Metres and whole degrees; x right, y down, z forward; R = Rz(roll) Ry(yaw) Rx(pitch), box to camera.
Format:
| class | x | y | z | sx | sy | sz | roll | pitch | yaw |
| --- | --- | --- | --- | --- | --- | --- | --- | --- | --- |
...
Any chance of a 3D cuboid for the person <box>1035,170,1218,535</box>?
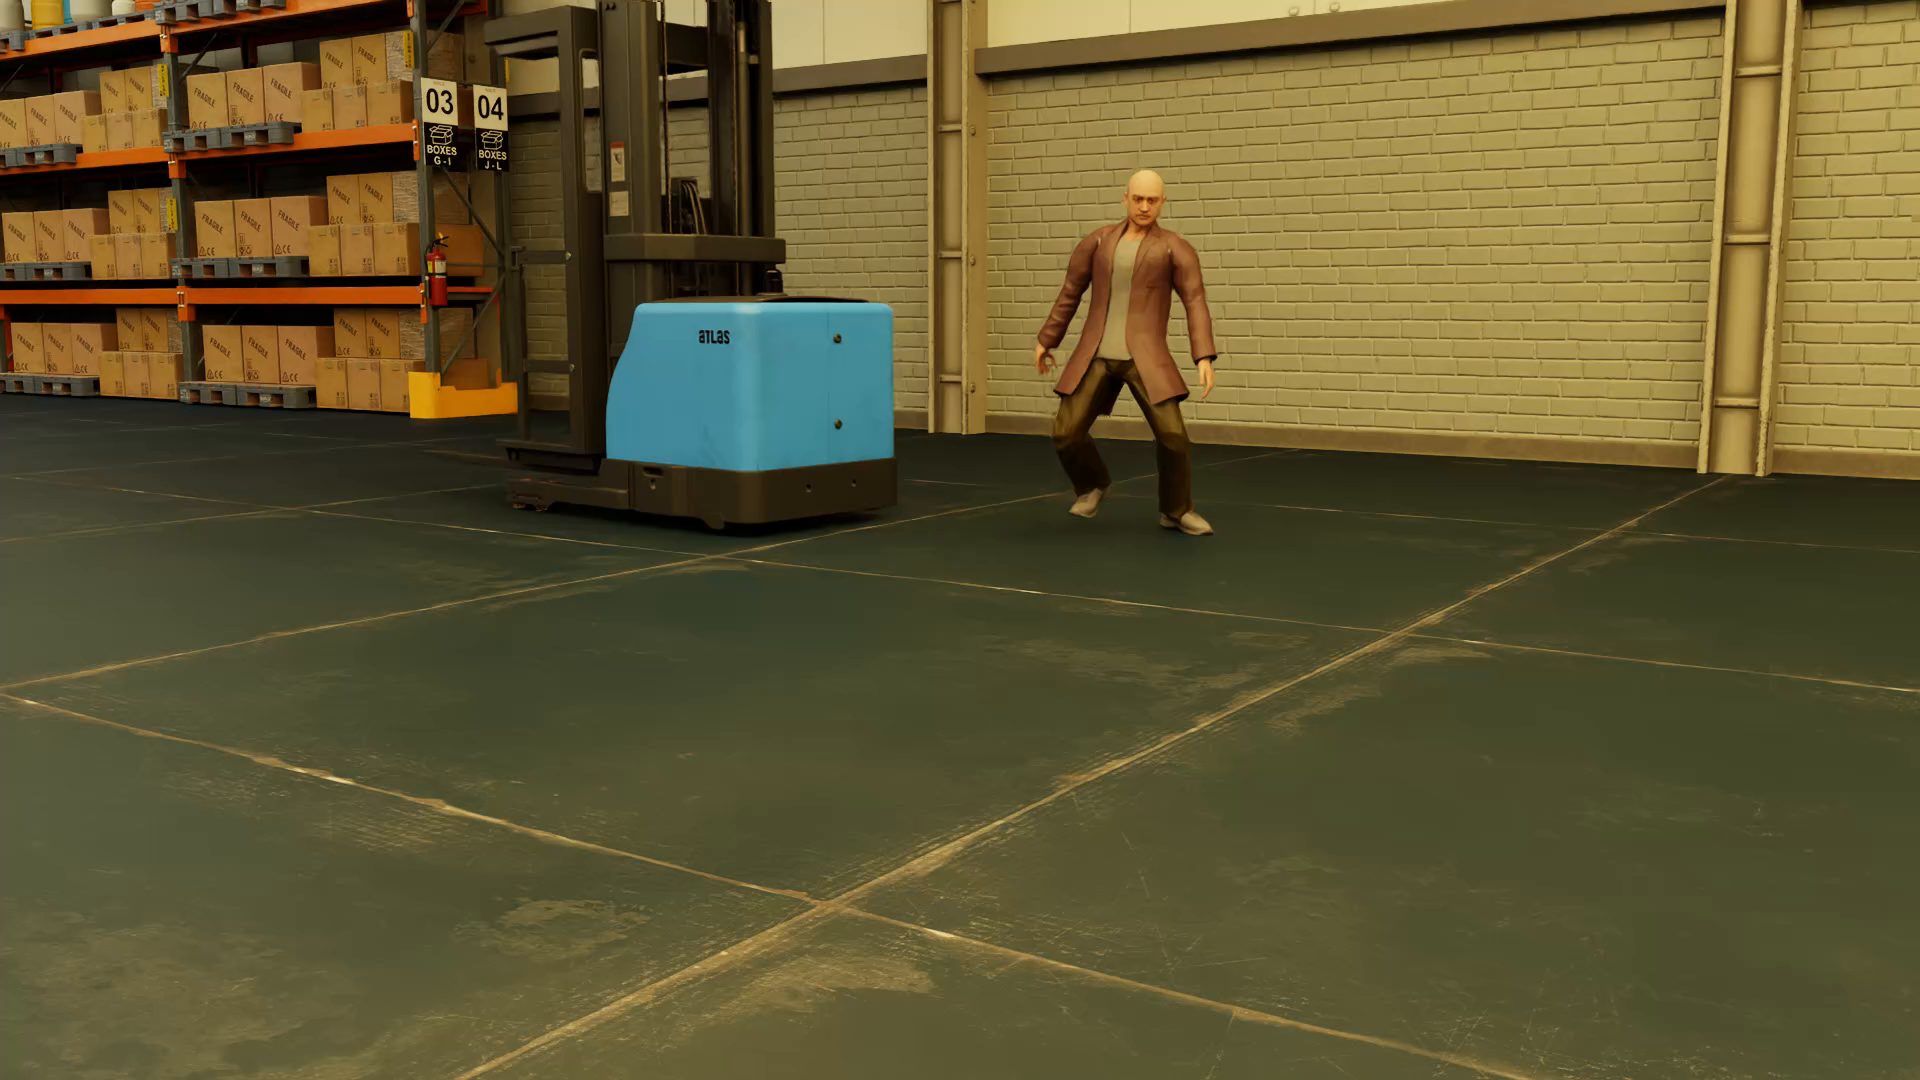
| class | x | y | z | sx | sy | sz | roll | pitch | yaw |
| --- | --- | --- | --- | --- | --- | --- | --- | --- | --- |
| person | 0.763 | -0.877 | 7.837 | 0.939 | 1.687 | 0.577 | 4 | 9 | 26 |

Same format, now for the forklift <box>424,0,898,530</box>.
| class | x | y | z | sx | sy | sz | roll | pitch | yaw |
| --- | --- | --- | --- | --- | --- | --- | --- | --- | --- |
| forklift | -1.755 | -1.643 | 8.749 | 3.031 | 2.935 | 1.130 | 7 | 11 | 41 |
